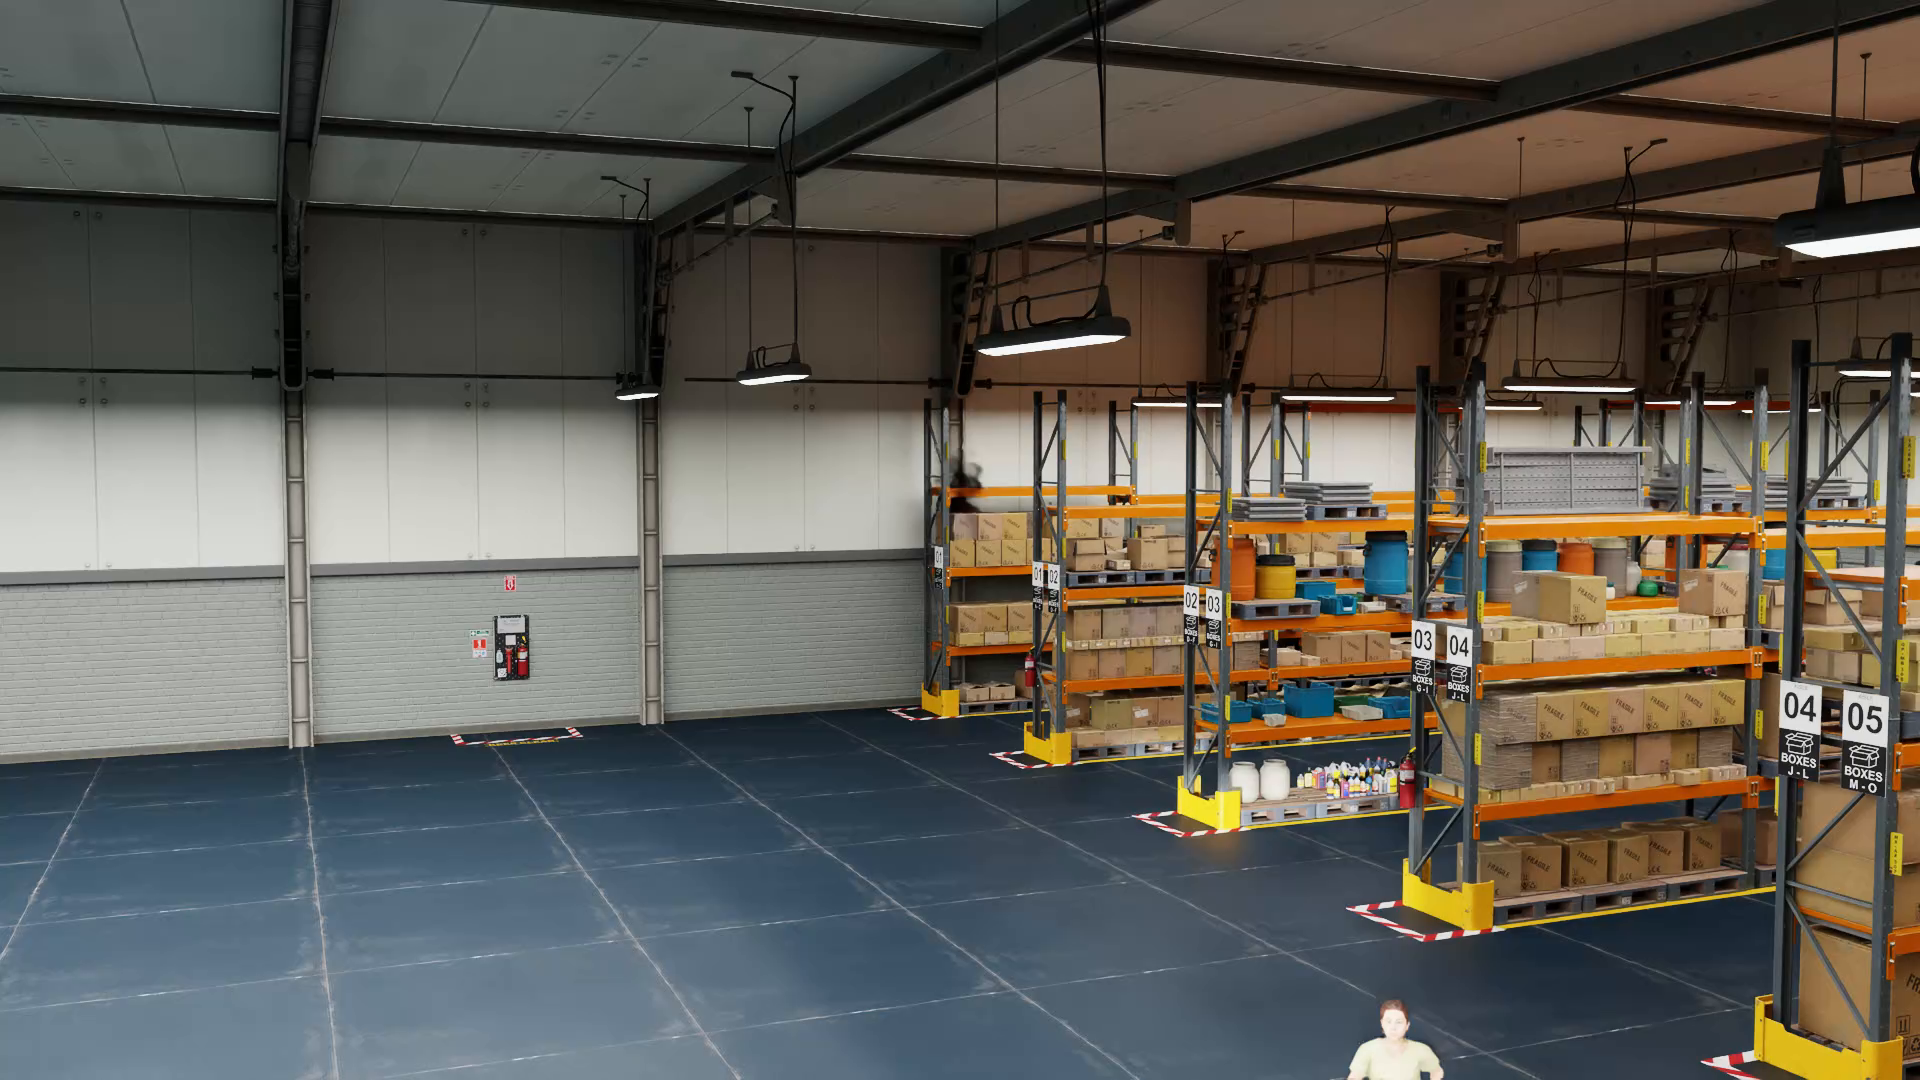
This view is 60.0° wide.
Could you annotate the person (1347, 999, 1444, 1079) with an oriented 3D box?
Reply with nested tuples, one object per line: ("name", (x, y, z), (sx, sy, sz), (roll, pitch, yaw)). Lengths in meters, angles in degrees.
("person", (2.715, 3.697, 10.422), (0.580, 1.646, 0.959), (1, 4, 19))
